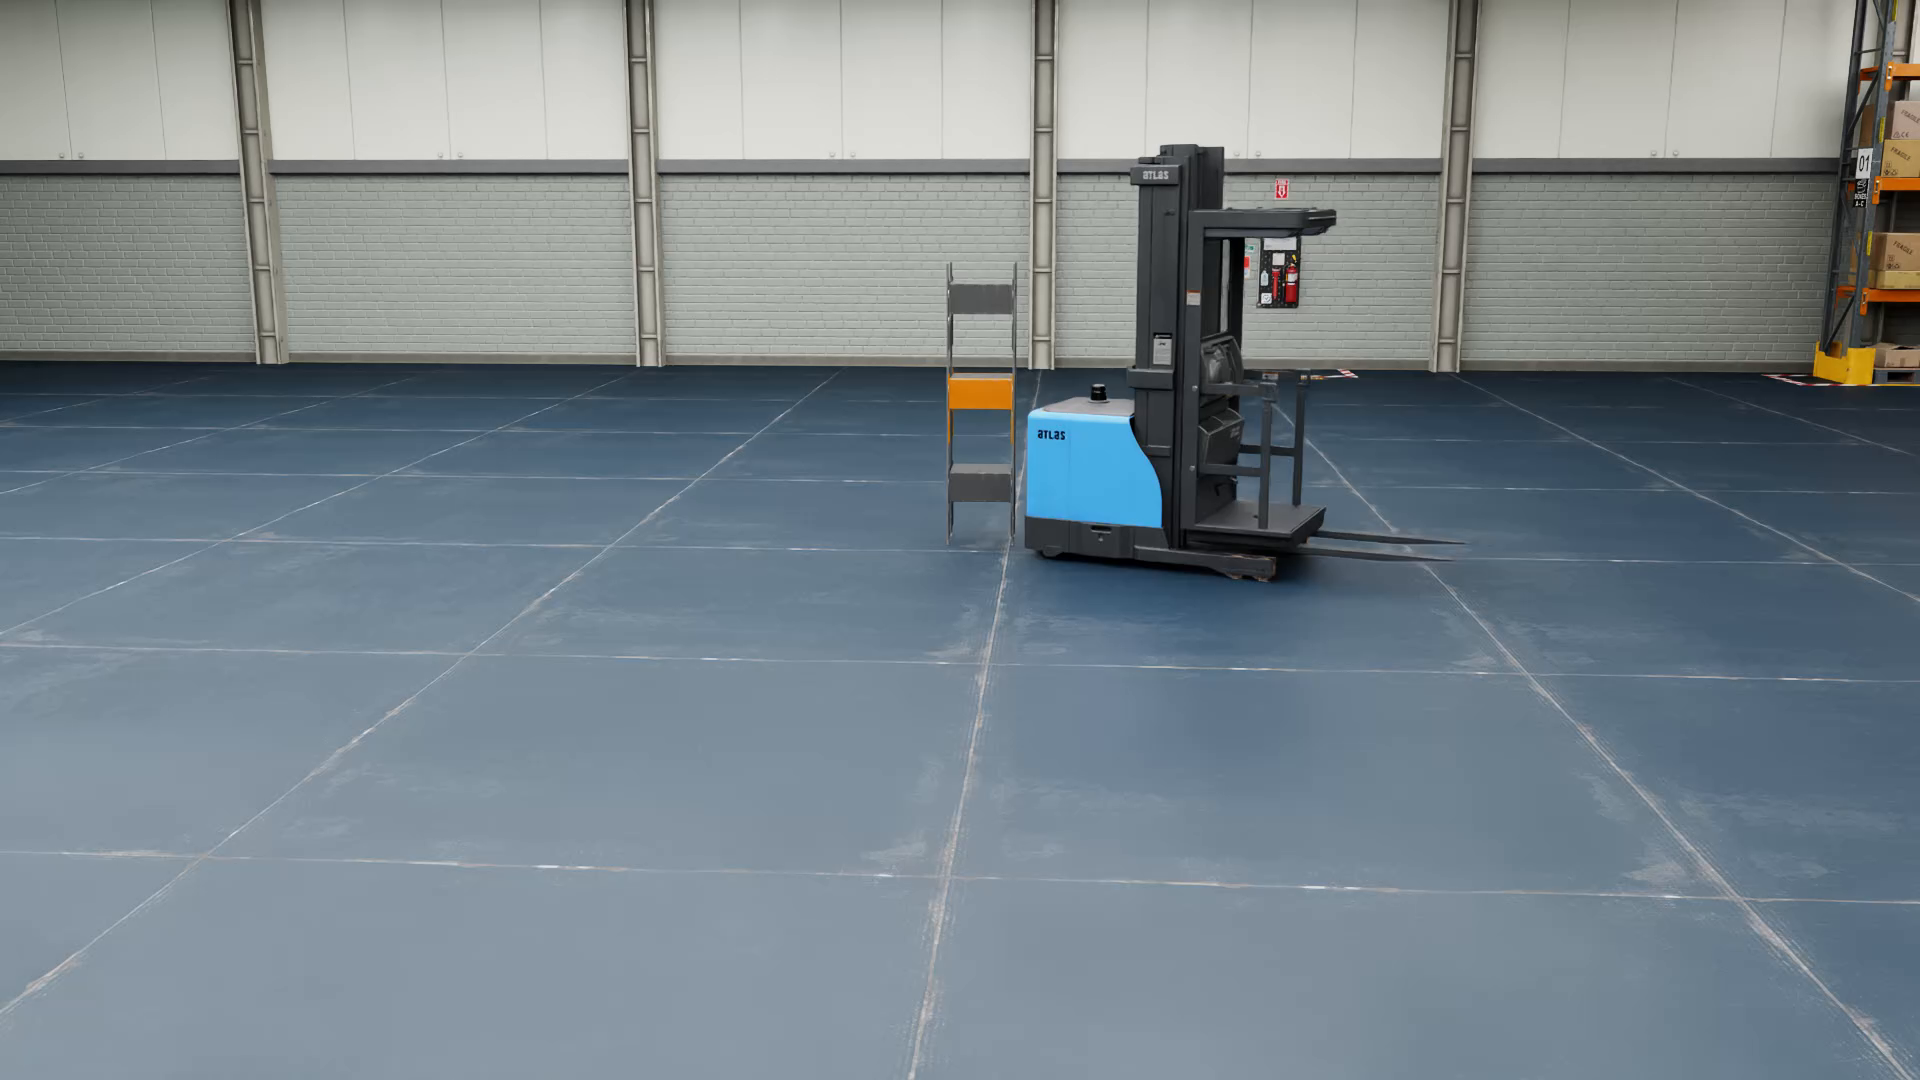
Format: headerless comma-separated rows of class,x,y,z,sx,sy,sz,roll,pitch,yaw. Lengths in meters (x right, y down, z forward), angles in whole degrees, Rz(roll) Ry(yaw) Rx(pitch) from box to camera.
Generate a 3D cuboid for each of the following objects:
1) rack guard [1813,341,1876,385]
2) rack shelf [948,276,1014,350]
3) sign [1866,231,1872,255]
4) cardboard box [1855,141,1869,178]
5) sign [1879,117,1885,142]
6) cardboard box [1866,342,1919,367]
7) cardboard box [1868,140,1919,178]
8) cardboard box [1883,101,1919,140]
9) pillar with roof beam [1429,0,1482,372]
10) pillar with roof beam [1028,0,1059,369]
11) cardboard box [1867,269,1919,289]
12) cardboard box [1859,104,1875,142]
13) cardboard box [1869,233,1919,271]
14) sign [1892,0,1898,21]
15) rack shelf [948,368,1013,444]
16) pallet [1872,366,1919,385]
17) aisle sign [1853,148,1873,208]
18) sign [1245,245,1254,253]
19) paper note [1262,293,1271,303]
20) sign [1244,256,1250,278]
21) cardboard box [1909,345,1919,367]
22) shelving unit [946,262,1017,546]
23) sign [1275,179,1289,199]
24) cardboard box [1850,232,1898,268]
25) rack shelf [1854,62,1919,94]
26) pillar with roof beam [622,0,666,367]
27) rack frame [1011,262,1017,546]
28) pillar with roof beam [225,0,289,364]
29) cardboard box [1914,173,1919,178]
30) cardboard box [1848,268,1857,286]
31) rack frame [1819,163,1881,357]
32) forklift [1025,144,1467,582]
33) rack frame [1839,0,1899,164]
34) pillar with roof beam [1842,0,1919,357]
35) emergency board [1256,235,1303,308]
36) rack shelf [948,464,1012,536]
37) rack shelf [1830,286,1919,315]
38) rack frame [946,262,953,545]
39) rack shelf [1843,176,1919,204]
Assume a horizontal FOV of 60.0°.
rack guard,12.529,-2.517,23.580,0.348,0.500,1.175,1,12,4
rack shelf,0.165,-1.697,12.402,0.480,0.518,0.431,1,12,4
sign,12.417,-4.054,22.710,0.005,0.325,0.100,1,12,4
cardboard box,12.886,-5.314,23.229,0.500,0.500,0.500,2,12,8
sign,12.417,-5.527,22.402,0.005,0.325,0.100,1,12,4
cardboard box,13.137,-2.613,23.426,0.500,0.311,0.500,-1,12,-3
cardboard box,12.770,-5.213,22.743,0.500,0.500,0.500,1,12,5
cardboard box,12.821,-5.703,22.644,0.500,0.500,0.500,0,12,0
pillar with roof beam,6.935,-6.048,19.701,0.400,9.000,9.100,1,12,4
pillar with roof beam,0.949,-6.130,20.094,0.400,9.000,9.100,1,12,4
cardboard box,12.919,-3.606,23.000,0.500,0.250,0.500,0,12,2
cardboard box,12.901,-5.805,23.134,0.500,0.500,0.500,1,12,6
cardboard box,12.909,-3.977,22.940,0.500,0.500,0.500,1,12,4
sign,12.417,-7.063,22.081,0.005,0.325,0.100,1,12,4
rack shelf,0.165,-1.012,12.545,0.480,0.518,0.431,1,12,4
pallet,13.337,-2.357,23.521,1.213,0.211,1.003,1,12,4
aisle sign,12.361,-4.954,22.774,0.004,0.787,0.394,1,12,4
sign,4.219,-4.336,24.789,0.331,0.109,0.001,1,12,4
paper note,4.588,-3.618,24.888,0.142,0.148,0.016,1,12,4
sign,4.215,-4.078,24.852,0.234,0.329,0.001,1,12,4
cardboard box,13.706,-2.605,23.388,0.500,0.311,0.500,2,12,8
shelving unit,0.165,-1.025,12.542,0.503,2.100,0.431,1,12,4
sign,4.758,-5.187,24.579,0.199,0.298,0.001,1,12,4
cardboard box,12.938,-4.082,23.442,0.500,0.500,0.500,1,12,3
rack shelf,14.449,-6.297,22.658,4.000,0.370,1.077,1,12,4
pillar with roof beam,-5.038,-6.212,20.486,0.400,9.000,9.100,1,12,4
rack frame,0.409,-1.022,12.526,0.015,2.100,0.400,1,12,4
pillar with roof beam,-11.025,-6.294,20.879,0.400,9.000,9.100,1,12,4
cardboard box,13.304,-5.198,22.673,0.500,0.500,0.500,2,12,8
cardboard box,12.933,-3.711,23.501,0.500,0.250,0.500,1,12,5
rack frame,12.453,-3.742,23.329,0.127,3.000,1.000,1,12,4
forklift,2.034,-1.273,11.696,3.031,2.935,1.130,5,13,24
rack frame,12.453,-6.678,22.714,0.127,3.000,1.000,1,12,4
pillar with roof beam,12.922,-5.966,19.309,0.400,9.000,9.100,1,12,4
emergency board,4.760,-4.032,24.719,0.643,1.169,0.194,1,12,4
rack shelf,0.165,-0.327,12.688,0.480,0.518,0.431,1,12,4
rack shelf,14.449,-3.362,23.271,4.000,0.370,1.077,1,12,4
rack frame,-0.078,-1.029,12.558,0.015,2.100,0.400,1,12,4
rack shelf,14.449,-4.830,22.964,4.000,0.370,1.077,1,12,4
